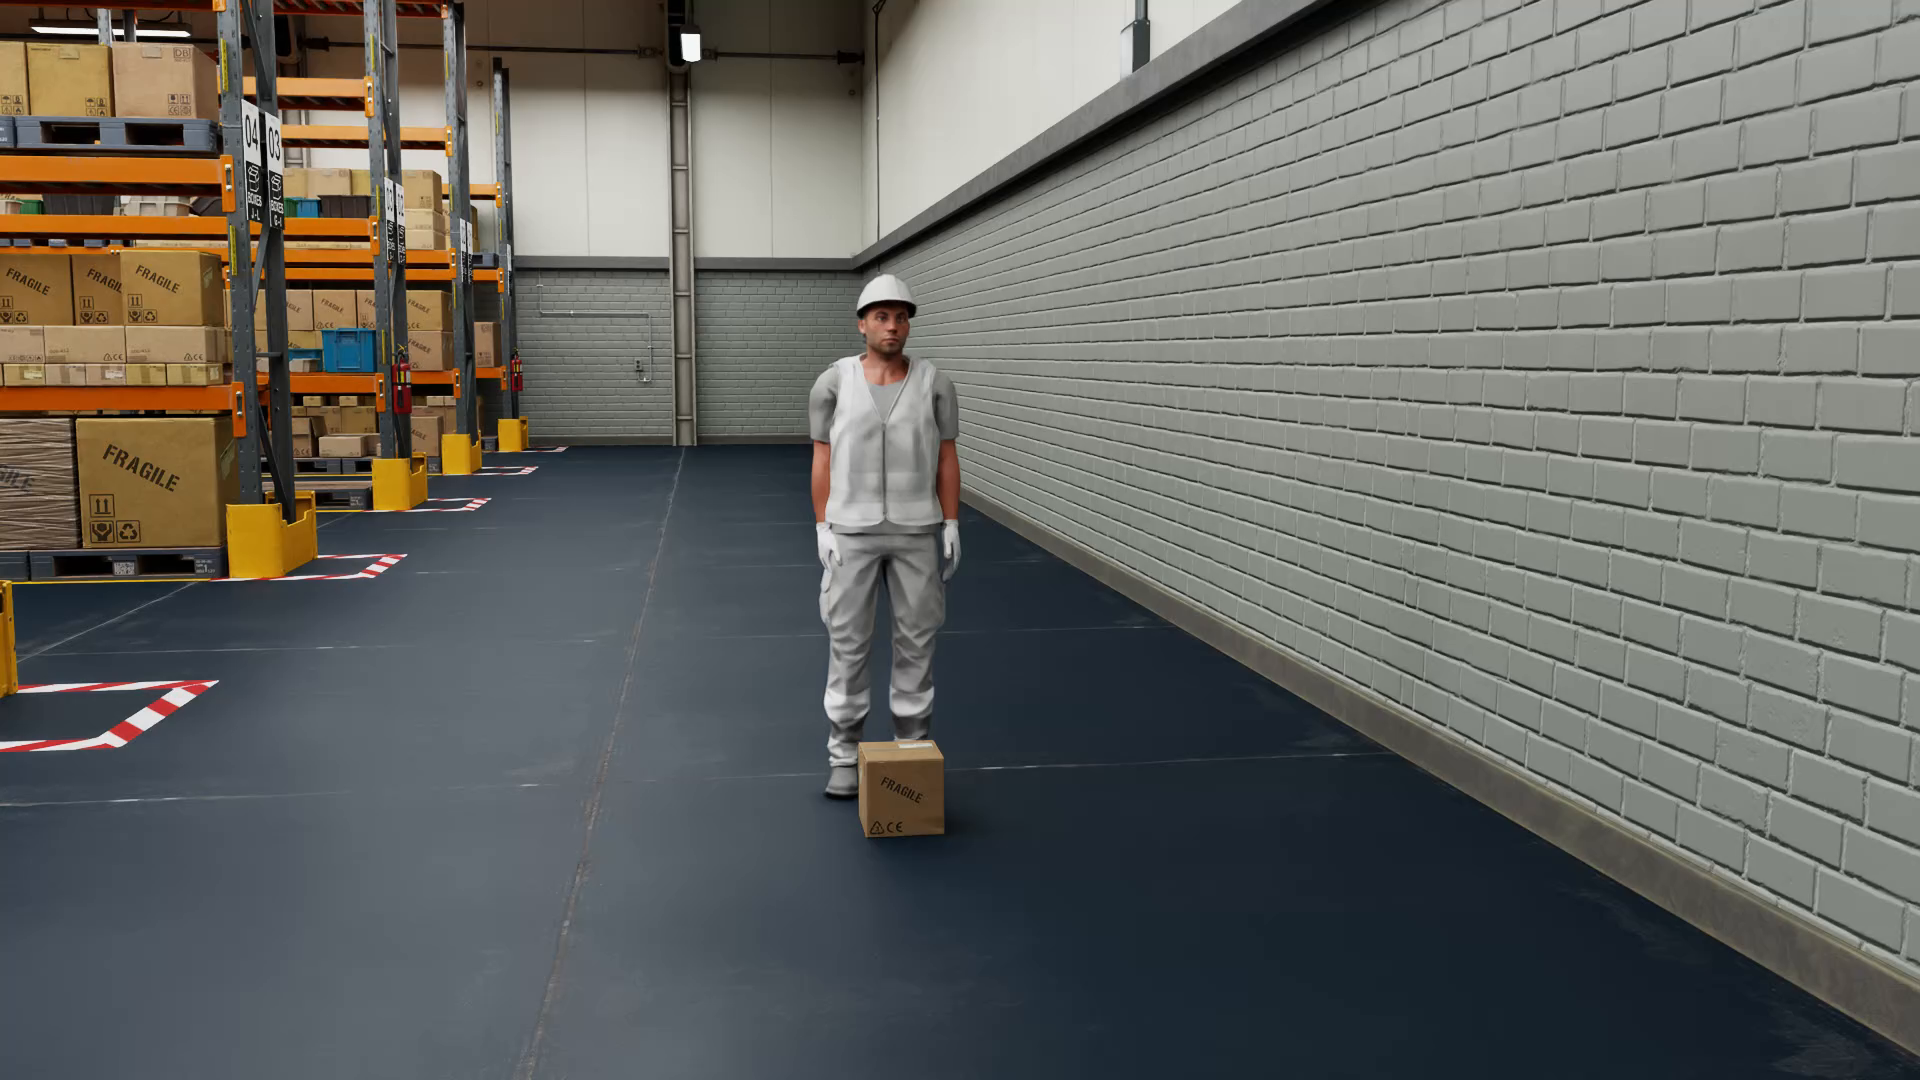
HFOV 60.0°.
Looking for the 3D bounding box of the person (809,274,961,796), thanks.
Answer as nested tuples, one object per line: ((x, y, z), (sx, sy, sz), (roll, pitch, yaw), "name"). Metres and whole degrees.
((-0.255, -0.018, 5.757), (0.524, 1.788, 0.334), (-1, 6, -8), "person")
